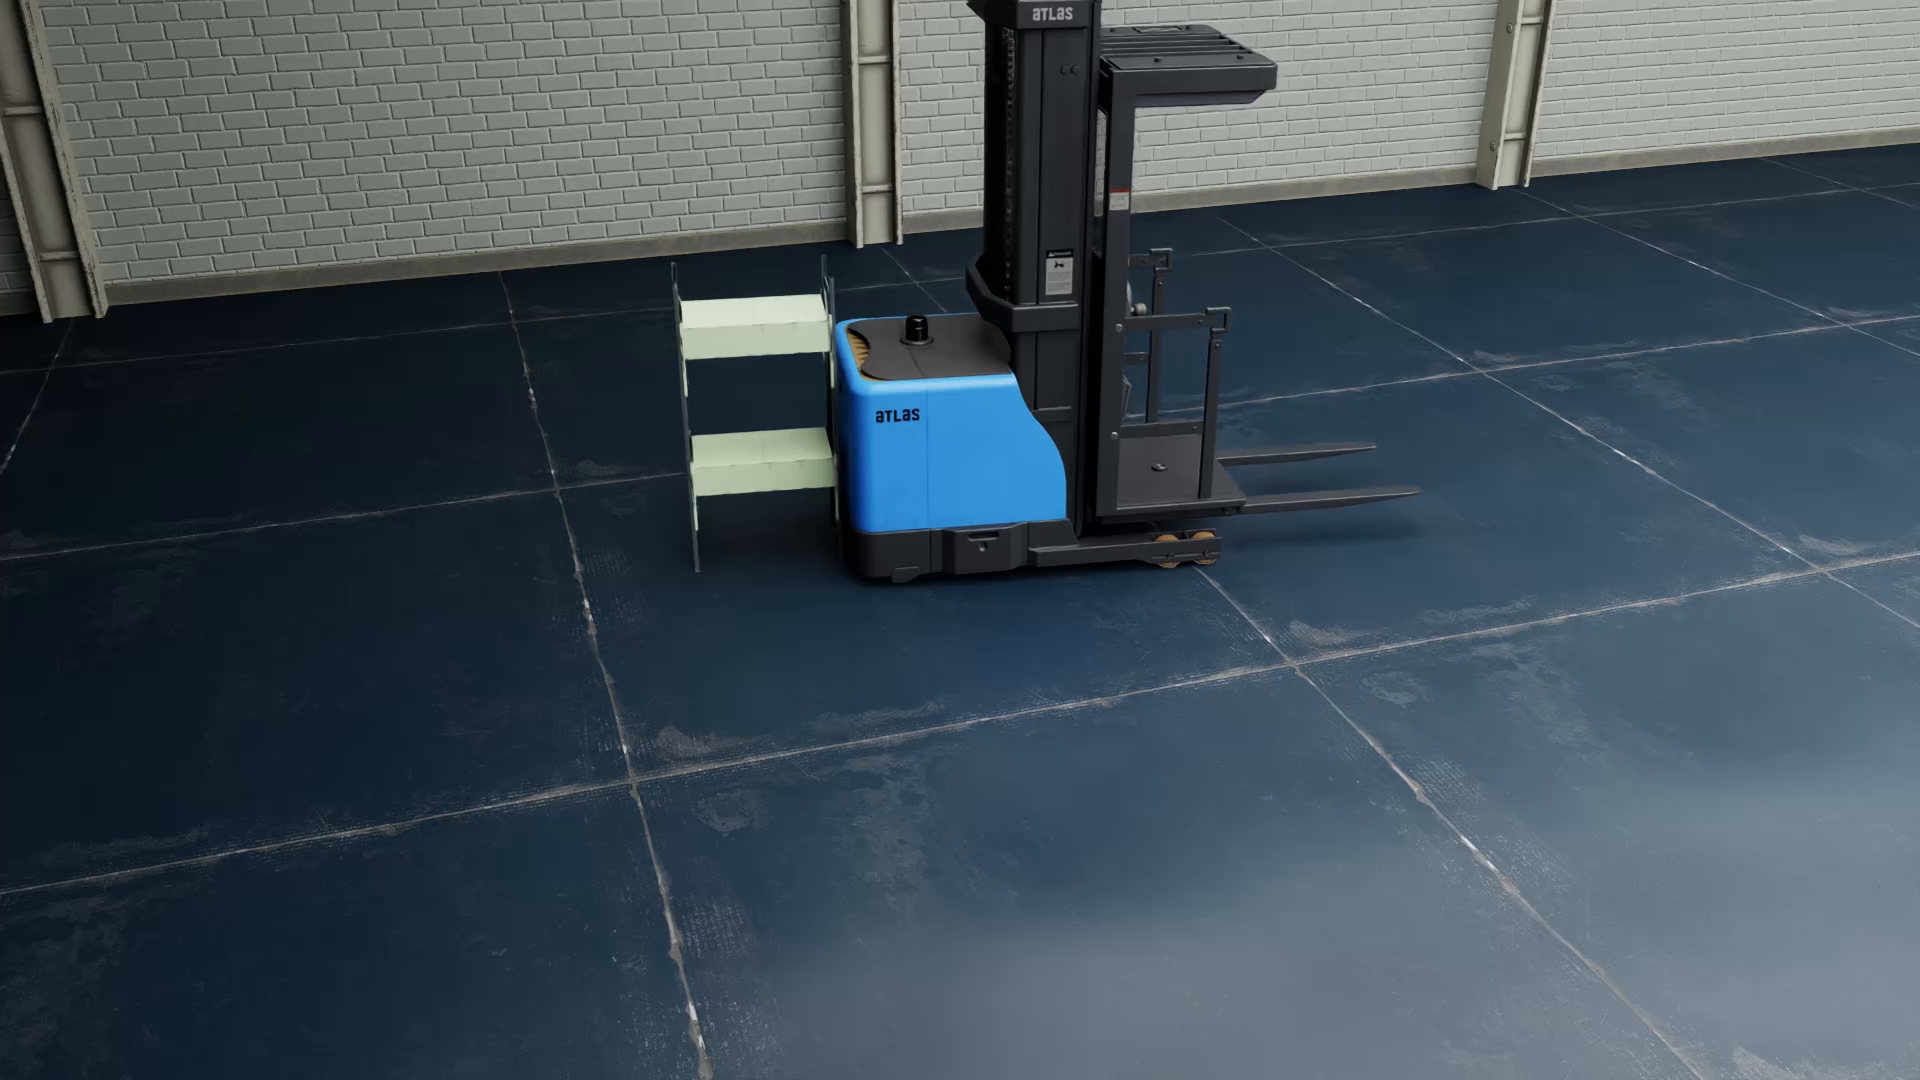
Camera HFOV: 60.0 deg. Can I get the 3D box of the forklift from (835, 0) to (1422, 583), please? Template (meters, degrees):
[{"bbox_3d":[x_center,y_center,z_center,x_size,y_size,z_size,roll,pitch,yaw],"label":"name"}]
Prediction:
[{"bbox_3d":[0.885,-1.398,8.271,3.031,2.935,1.130,-4,27,-9],"label":"forklift"}]

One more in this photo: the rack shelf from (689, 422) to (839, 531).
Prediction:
[{"bbox_3d":[-1.002,-0.329,8.459,0.720,0.370,0.431,-4,27,-9],"label":"rack shelf"}]

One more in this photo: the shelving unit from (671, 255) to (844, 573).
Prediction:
[{"bbox_3d":[-1.002,-0.621,8.314,0.755,1.500,0.431,-4,27,-9],"label":"shelving unit"}]

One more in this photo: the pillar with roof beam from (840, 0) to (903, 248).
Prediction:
[{"bbox_3d":[0.632,-4.678,8.052,0.400,9.000,9.100,-8,28,-16],"label":"pillar with roof beam"}]

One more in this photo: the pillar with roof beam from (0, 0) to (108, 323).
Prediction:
[{"bbox_3d":[-5.073,-3.851,6.388,0.400,9.000,9.100,-8,28,-16],"label":"pillar with roof beam"}]

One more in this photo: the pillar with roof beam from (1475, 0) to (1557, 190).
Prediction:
[{"bbox_3d":[6.337,-5.504,9.717,0.400,9.000,9.100,-8,28,-16],"label":"pillar with roof beam"}]

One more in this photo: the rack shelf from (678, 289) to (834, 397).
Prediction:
[{"bbox_3d":[-1.002,-0.970,8.140,0.720,0.370,0.431,-4,27,-9],"label":"rack shelf"}]

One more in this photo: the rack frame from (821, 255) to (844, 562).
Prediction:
[{"bbox_3d":[-0.641,-0.648,8.369,0.023,1.500,0.400,-4,27,-9],"label":"rack frame"}]

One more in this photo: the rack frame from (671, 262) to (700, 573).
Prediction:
[{"bbox_3d":[-1.363,-0.593,8.258,0.023,1.500,0.400,-4,27,-9],"label":"rack frame"}]
